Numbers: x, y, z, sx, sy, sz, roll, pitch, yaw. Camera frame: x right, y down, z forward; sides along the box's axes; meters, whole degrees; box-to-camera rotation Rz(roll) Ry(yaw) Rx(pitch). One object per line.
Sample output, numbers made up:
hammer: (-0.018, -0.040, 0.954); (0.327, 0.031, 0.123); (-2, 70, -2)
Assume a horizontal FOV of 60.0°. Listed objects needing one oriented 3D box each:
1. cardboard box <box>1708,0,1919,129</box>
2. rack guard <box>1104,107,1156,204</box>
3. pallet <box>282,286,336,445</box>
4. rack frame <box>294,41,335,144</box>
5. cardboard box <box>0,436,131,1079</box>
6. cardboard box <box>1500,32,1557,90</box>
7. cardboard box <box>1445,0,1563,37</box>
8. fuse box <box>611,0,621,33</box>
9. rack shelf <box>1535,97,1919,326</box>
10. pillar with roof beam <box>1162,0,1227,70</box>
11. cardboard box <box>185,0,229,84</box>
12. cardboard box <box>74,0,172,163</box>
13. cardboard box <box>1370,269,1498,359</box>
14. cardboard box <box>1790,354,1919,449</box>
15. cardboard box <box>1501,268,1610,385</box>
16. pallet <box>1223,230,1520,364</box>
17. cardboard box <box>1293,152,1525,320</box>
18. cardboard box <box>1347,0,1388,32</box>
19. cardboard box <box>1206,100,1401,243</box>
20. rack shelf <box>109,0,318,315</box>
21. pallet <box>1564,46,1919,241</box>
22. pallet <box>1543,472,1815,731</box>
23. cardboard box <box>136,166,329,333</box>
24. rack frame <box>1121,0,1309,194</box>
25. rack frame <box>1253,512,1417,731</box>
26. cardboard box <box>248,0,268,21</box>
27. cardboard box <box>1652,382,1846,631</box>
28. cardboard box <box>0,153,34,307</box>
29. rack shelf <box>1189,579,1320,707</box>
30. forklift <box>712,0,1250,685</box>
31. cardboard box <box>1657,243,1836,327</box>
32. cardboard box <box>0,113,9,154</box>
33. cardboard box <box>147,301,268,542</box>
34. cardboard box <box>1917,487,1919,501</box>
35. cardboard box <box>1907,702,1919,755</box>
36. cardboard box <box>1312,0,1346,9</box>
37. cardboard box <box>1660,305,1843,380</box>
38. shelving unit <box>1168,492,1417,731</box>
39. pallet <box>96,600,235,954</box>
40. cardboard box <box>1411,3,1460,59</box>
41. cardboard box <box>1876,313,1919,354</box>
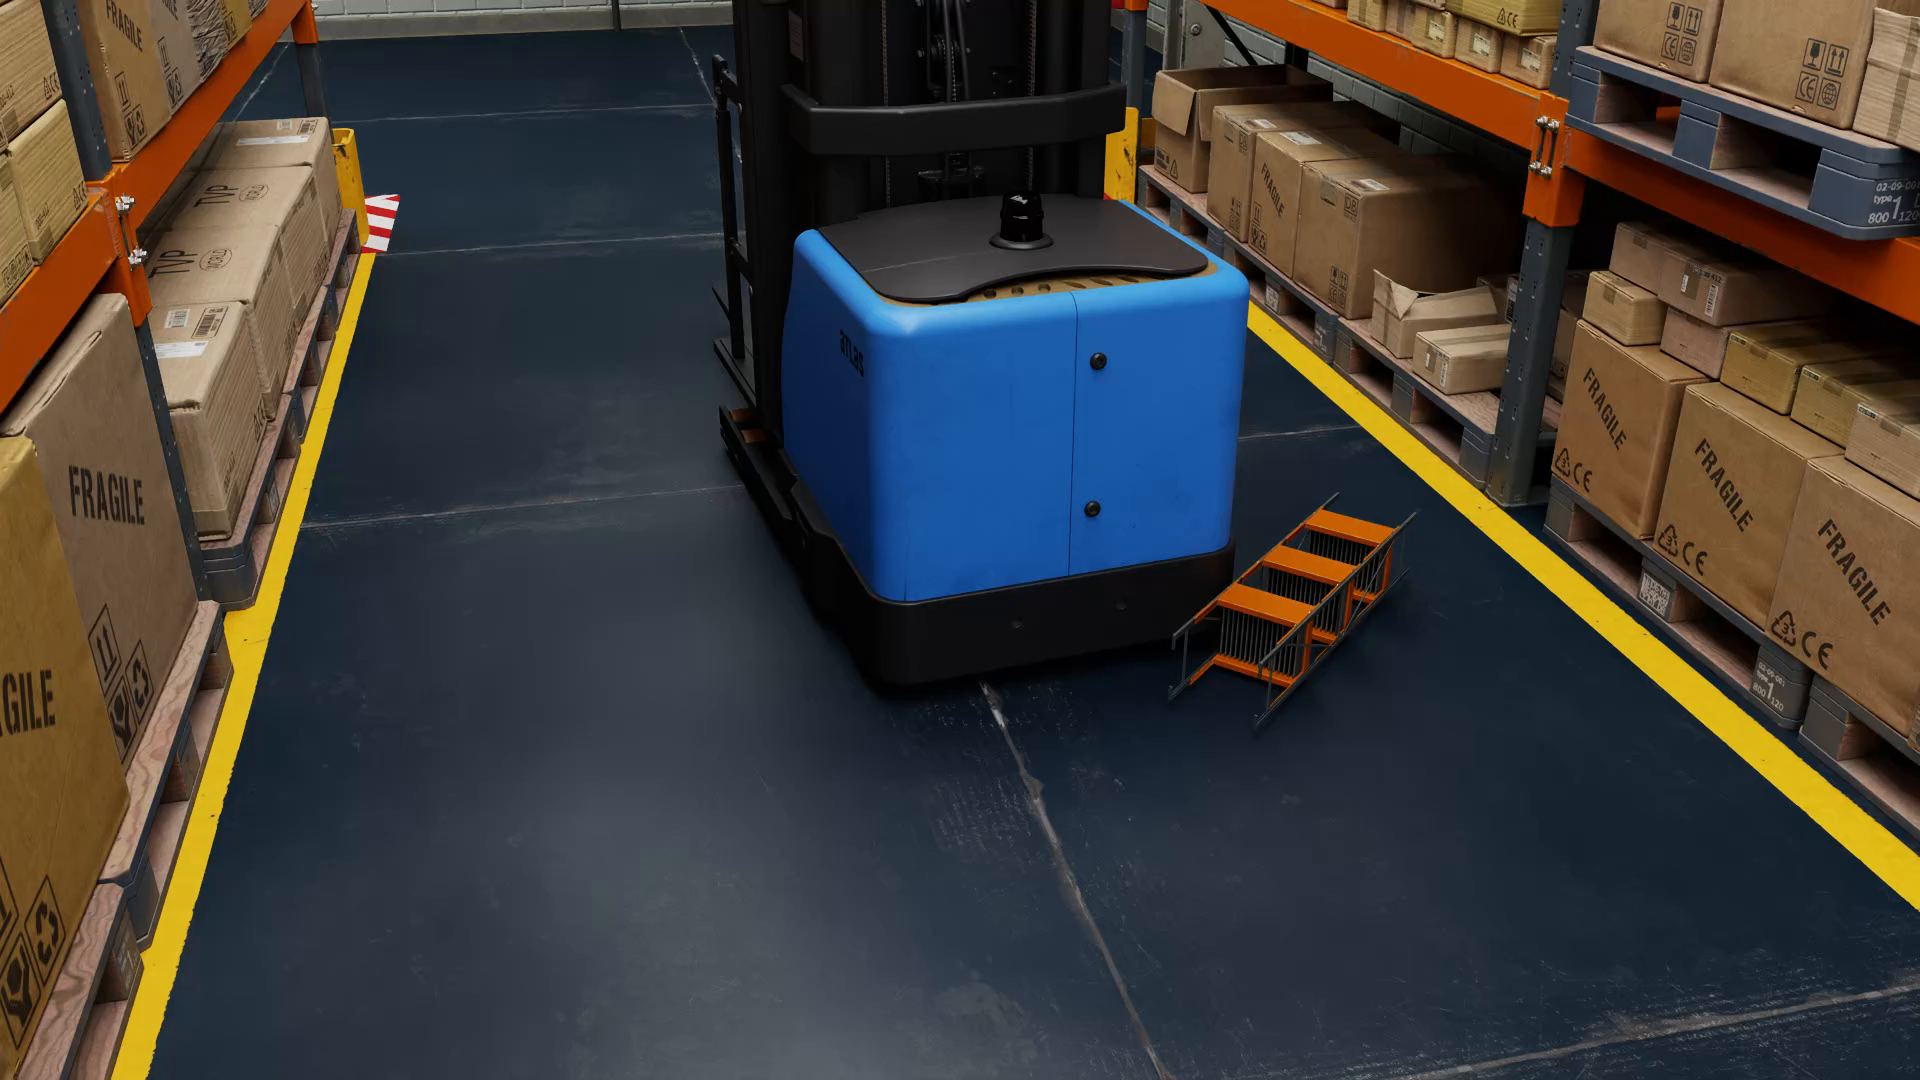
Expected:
cardboard box: (2.257, -1.283, 3.886); (0.700, 0.500, 0.500); (-6, 27, -11)
rack guard: (1.365, -2.120, 8.895); (1.175, 0.500, 0.348); (-6, 27, -12)
pallet: (-2.959, -0.641, 6.286); (1.003, 0.211, 1.213); (-6, 27, -12)
rack frame: (-3.487, -2.763, 7.396); (1.000, 3.000, 0.127); (-6, 27, -12)
cardboard box: (-2.157, 0.413, 2.994); (0.875, 0.875, 0.875); (-5, 27, -10)
cardboard box: (1.931, -1.515, 5.202); (0.380, 0.149, 0.250); (-6, 27, -11)
cardboard box: (1.897, -1.778, 5.280); (0.500, 0.250, 0.500); (-5, 27, -10)
fuse box: (-2.701, -4.811, 12.882); (0.539, 1.711, 0.414); (-6, 27, -12)
rack shelf: (2.700, -0.314, 3.342); (1.077, 0.370, 4.000); (-6, 27, -12)
pillar with roof beam: (-2.576, -6.785, 8.707); (9.100, 9.000, 0.400); (-6, 27, -12)
cardboard box: (-2.652, -1.725, 5.228); (0.500, 0.500, 0.500); (-6, 27, -11)
cardboard box: (-2.436, -1.285, 4.355); (0.500, 0.500, 0.500); (-5, 27, -10)
cardboard box: (1.757, -0.852, 6.176); (0.396, 0.266, 0.258); (-5, 27, -10)
cardboard box: (2.353, -0.346, 4.194); (0.380, 0.149, 0.250); (-6, 27, -12)
cardboard box: (2.331, -0.814, 6.052); (0.500, 0.311, 0.500); (-5, 27, -10)
pallet: (1.817, -1.106, 7.208); (1.003, 0.211, 1.213); (-6, 27, -12)
cardboard box: (1.782, -1.228, 6.661); (0.700, 0.500, 0.500); (-7, 28, -14)
cardboard box: (1.652, -1.966, 6.095); (0.380, 0.149, 0.250); (-6, 27, -12)
cardboard box: (1.548, -1.683, 7.564); (0.700, 0.500, 0.500); (-5, 27, -9)
rack shelf: (-3.037, -1.564, 5.819); (1.077, 0.370, 4.000); (-6, 27, -12)
pallet: (2.323, -1.066, 4.245); (1.003, 0.211, 1.213); (-6, 27, -12)
pallet: (2.470, 0.085, 4.847); (1.003, 0.211, 1.213); (-6, 27, -12)
cardboard box: (-3.027, -1.127, 6.531); (0.875, 0.438, 0.875); (-5, 27, -10)
rack frame: (1.348, -3.269, 8.398); (1.000, 3.000, 0.127); (-6, 27, -12)
rack frame: (1.049, 0.202, 4.578); (0.008, 0.200, 1.050); (17, 32, 31)
cardboard box: (-2.897, -2.177, 6.122); (0.500, 0.500, 0.500); (-5, 27, -10)
cardboard box: (2.269, -0.117, 4.460); (0.500, 0.500, 0.500); (-6, 27, -12)
cardboard box: (-2.125, -0.545, 3.168); (0.500, 0.250, 0.500); (-6, 27, -12)
rack shelf: (0.784, 0.277, 4.428); (0.240, 0.215, 0.259); (17, 32, 31)
forklift: (-0.204, -1.575, 5.118); (1.130, 2.935, 3.031); (-9, 28, -17)
cardboard box: (2.176, -0.713, 4.592); (0.380, 0.149, 0.250); (-7, 28, -14)
cardboard box: (-2.130, -0.776, 3.070); (0.500, 0.250, 0.500); (-5, 27, -10)
cardboard box: (-2.623, -0.338, 4.967); (0.875, 0.438, 0.875); (-6, 27, -12)
cardboard box: (2.426, -0.123, 3.753); (0.380, 0.149, 0.250); (-5, 27, -10)
cardboard box: (2.488, 0.331, 3.573); (0.500, 0.500, 0.500); (-7, 28, -13)
cardboard box: (1.601, -2.195, 6.548); (0.380, 0.149, 0.250); (-6, 27, -12)
cardboard box: (2.209, -0.576, 4.651); (0.380, 0.149, 0.250); (-7, 28, -13)
shelving unit: (0.948, 0.171, 4.640); (0.252, 0.215, 1.050); (17, 32, 31)
pallet: (-2.338, 0.568, 3.889); (1.003, 0.211, 1.213); (-6, 27, -12)
cardboard box: (1.769, -1.739, 5.645); (0.380, 0.149, 0.250); (-5, 27, -10)
cardboard box: (2.741, -0.521, 4.542); (0.380, 0.149, 0.250); (-6, 27, -11)
